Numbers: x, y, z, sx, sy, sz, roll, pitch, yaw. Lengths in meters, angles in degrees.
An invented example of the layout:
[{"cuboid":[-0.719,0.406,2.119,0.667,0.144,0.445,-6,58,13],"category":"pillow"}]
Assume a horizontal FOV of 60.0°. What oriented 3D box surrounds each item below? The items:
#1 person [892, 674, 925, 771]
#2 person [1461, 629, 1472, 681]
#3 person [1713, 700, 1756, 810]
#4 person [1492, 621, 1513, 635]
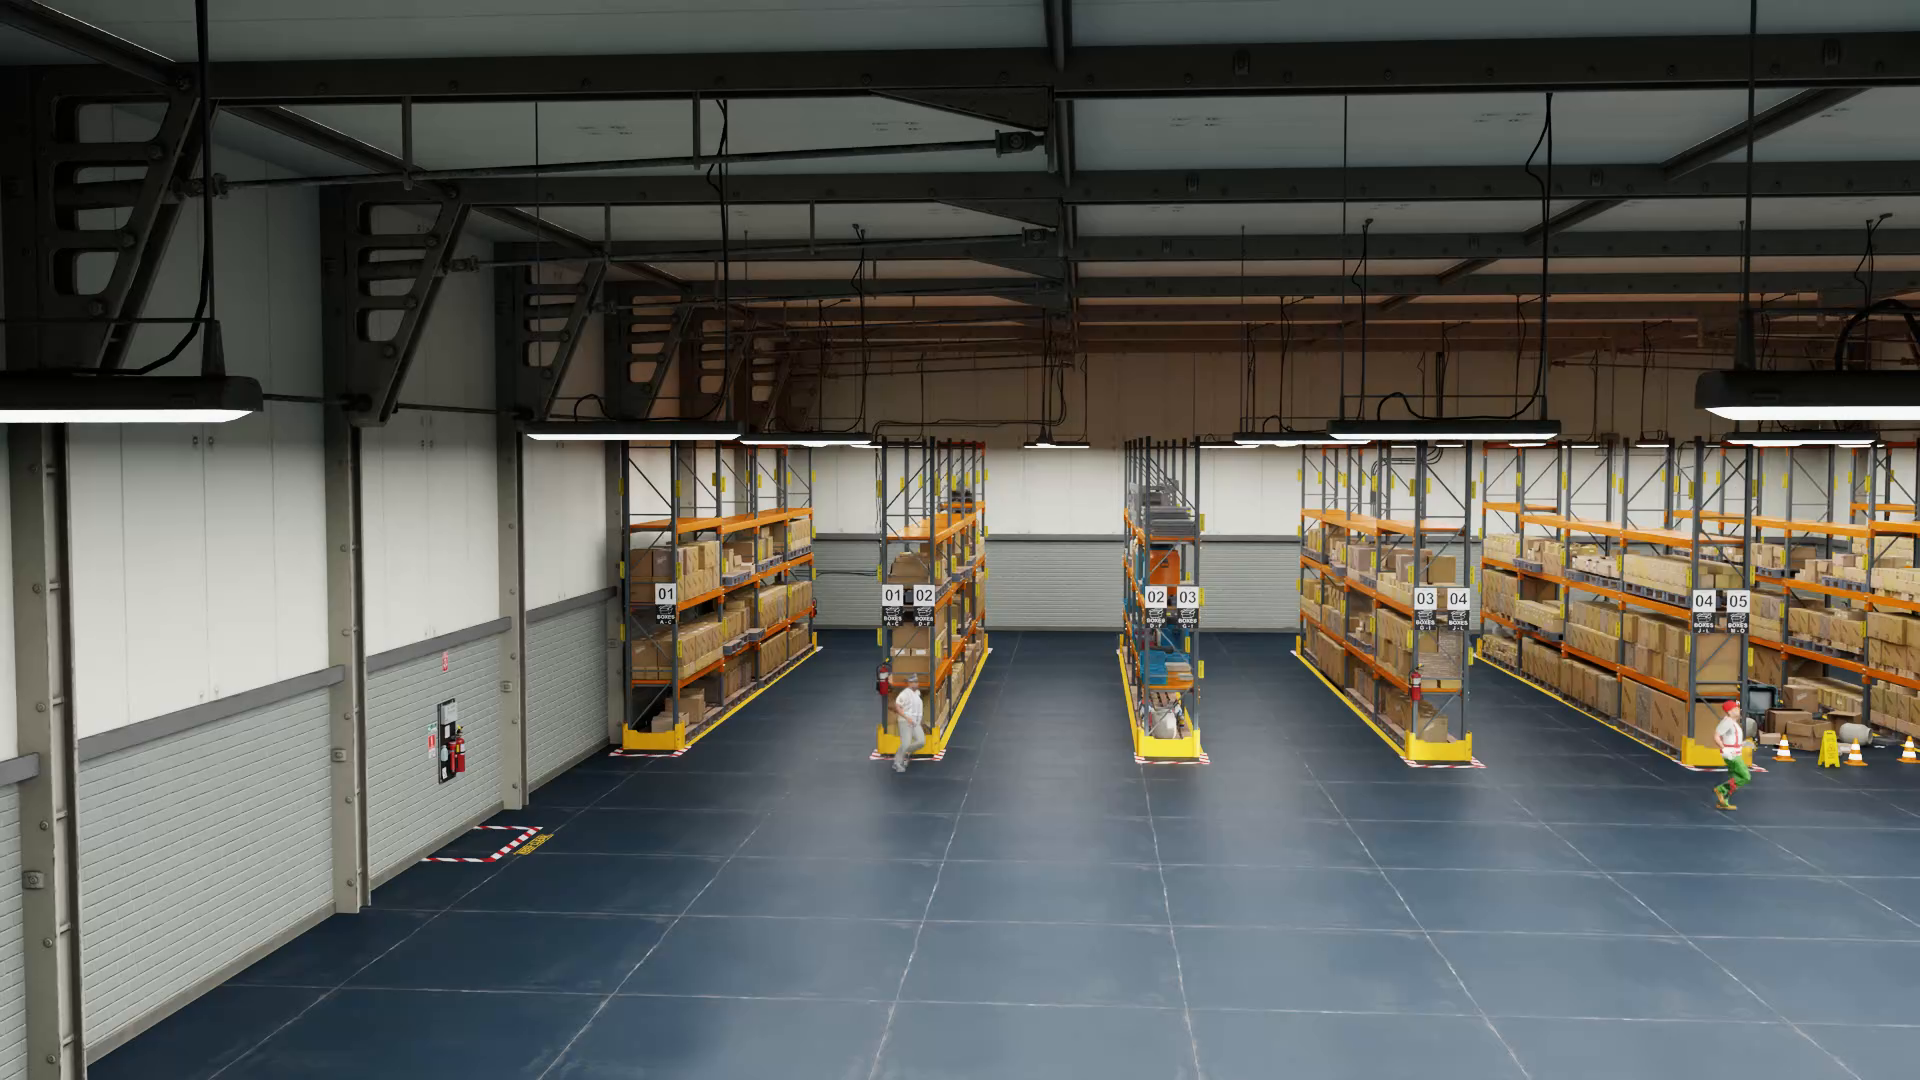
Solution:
[{"cuboid":[-0.849,3.265,29.873,0.521,1.715,0.719,3,4,41],"category":"person"},{"cuboid":[12.117,2.678,40.317,0.658,1.779,0.928,0,3,-6],"category":"person"},{"cuboid":[12.326,3.428,26.446,0.577,1.740,0.647,2,4,32],"category":"person"},{"cuboid":[15.468,2.309,47.220,0.937,1.847,0.666,0,3,-7],"category":"person"}]
